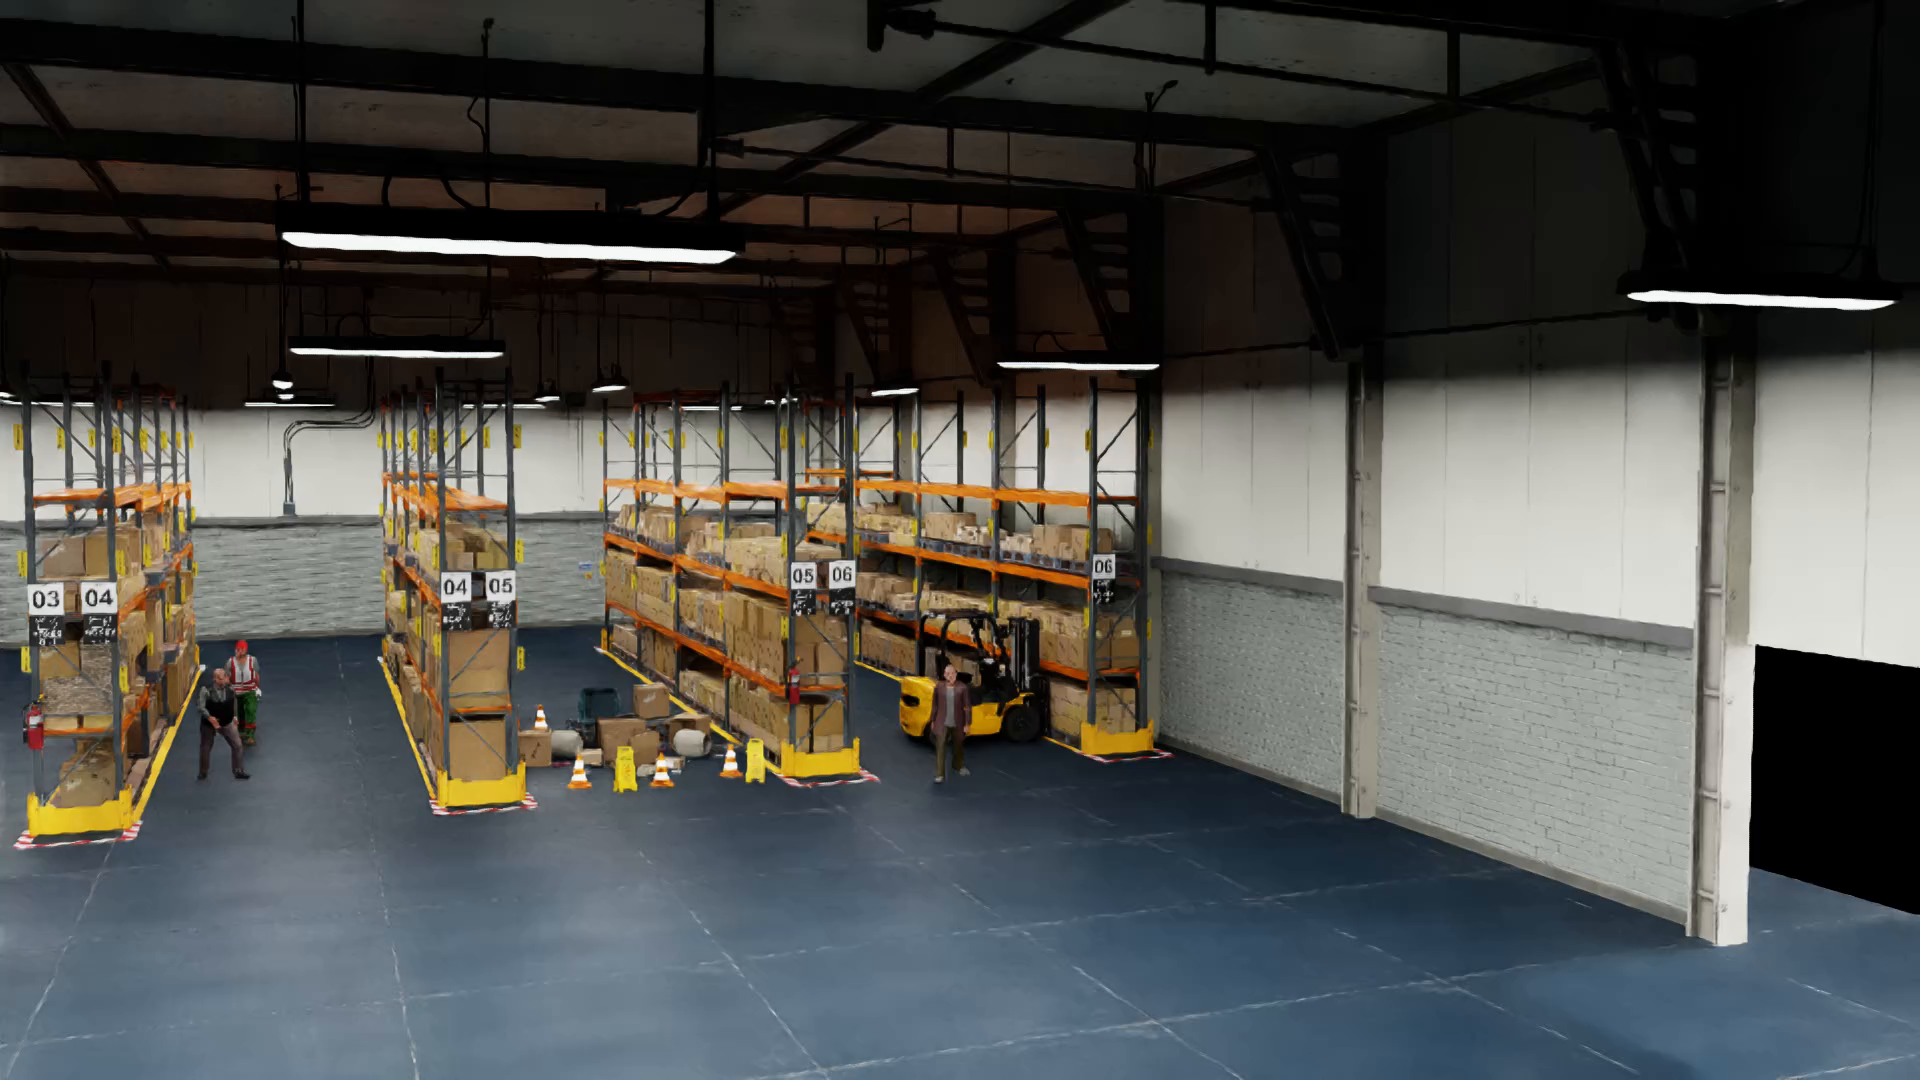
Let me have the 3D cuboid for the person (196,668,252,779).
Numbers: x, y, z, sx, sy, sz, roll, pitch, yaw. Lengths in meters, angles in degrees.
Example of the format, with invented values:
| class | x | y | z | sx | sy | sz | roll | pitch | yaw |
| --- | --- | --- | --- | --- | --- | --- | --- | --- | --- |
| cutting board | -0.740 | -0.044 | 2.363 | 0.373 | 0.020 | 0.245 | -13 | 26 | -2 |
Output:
| class | x | y | z | sx | sy | sz | roll | pitch | yaw |
| --- | --- | --- | --- | --- | --- | --- | --- | --- | --- |
| person | -10.876 | 2.693 | 24.406 | 0.676 | 1.659 | 0.788 | -3 | 5 | -42 |

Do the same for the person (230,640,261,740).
| class | x | y | z | sx | sy | sz | roll | pitch | yaw |
| --- | --- | --- | --- | --- | --- | --- | --- | --- | --- |
| person | -11.831 | 2.460 | 27.446 | 0.539 | 1.665 | 0.952 | -1 | 4 | -19 |

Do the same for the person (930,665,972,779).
| class | x | y | z | sx | sy | sz | roll | pitch | yaw |
| --- | --- | --- | --- | --- | --- | --- | --- | --- | --- |
| person | -0.134 | 2.642 | 24.454 | 0.633 | 1.671 | 0.863 | 0 | 3 | 1 |
